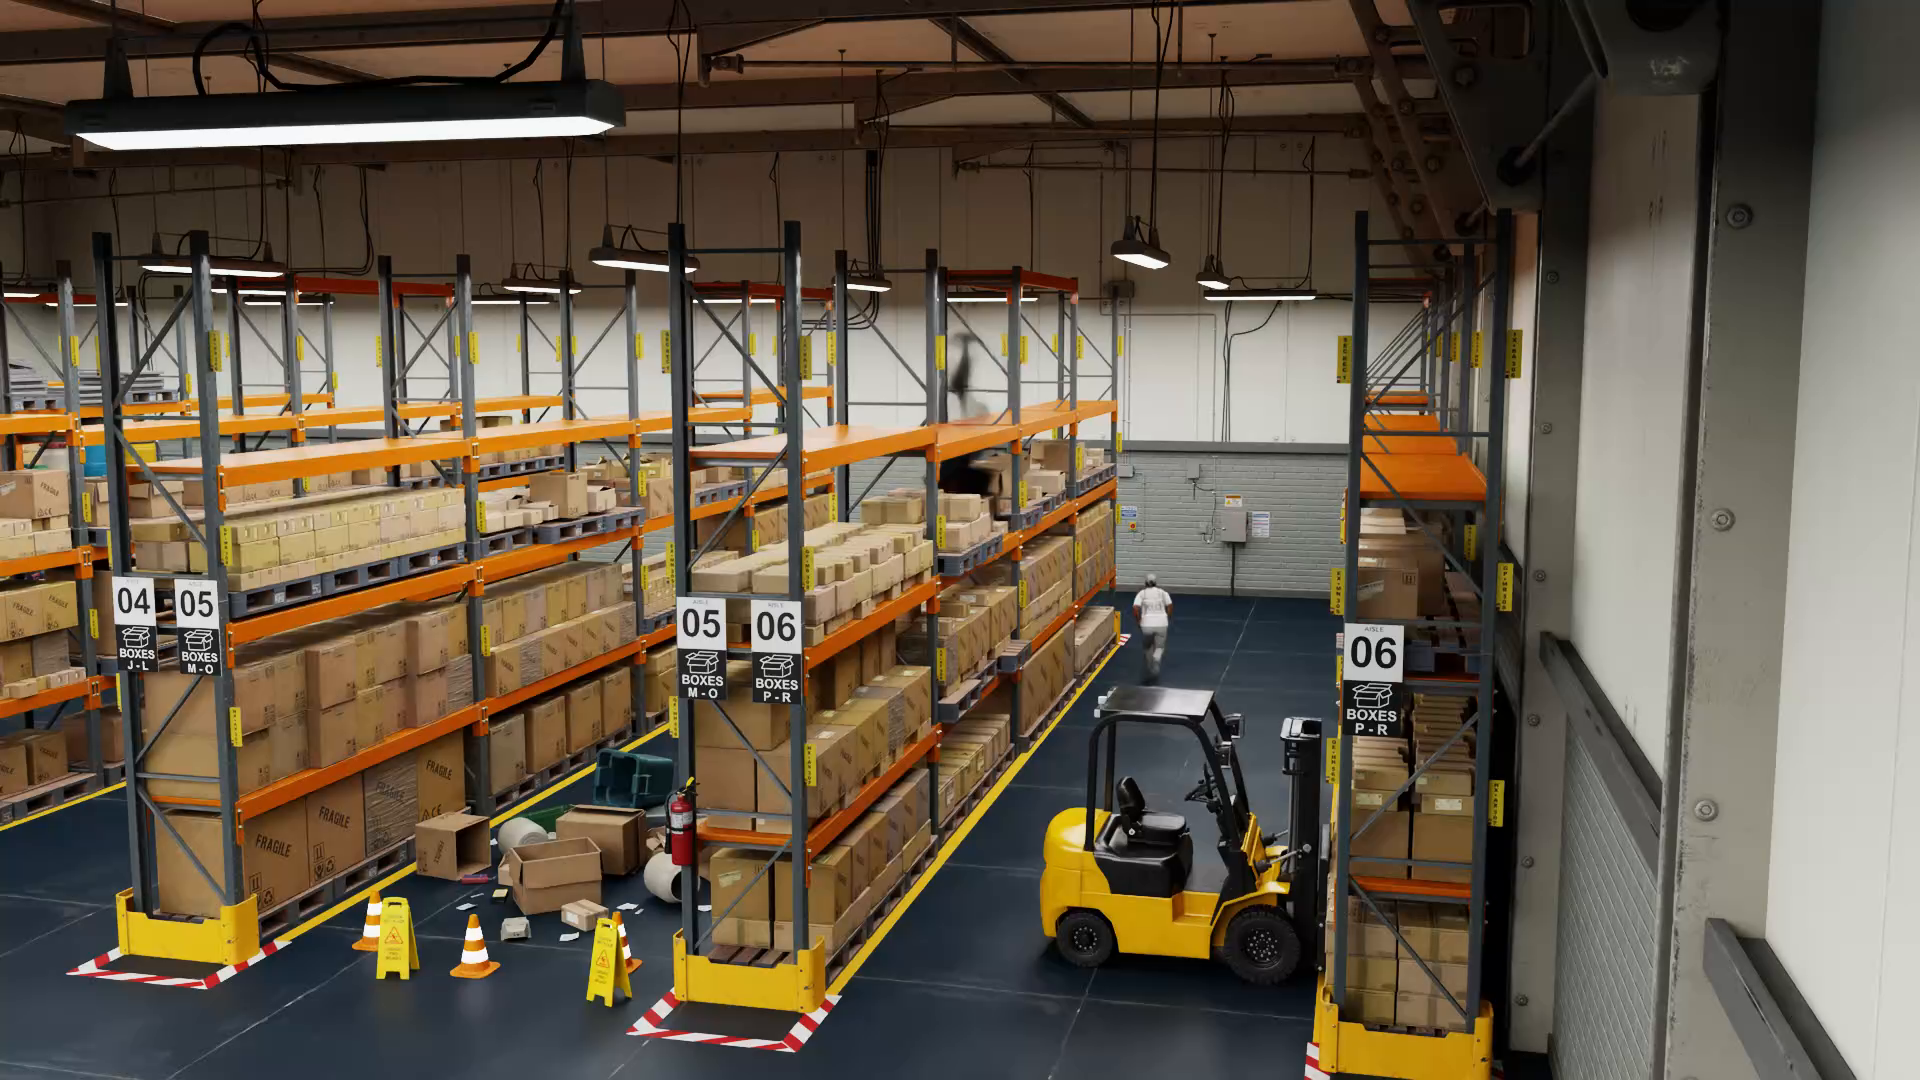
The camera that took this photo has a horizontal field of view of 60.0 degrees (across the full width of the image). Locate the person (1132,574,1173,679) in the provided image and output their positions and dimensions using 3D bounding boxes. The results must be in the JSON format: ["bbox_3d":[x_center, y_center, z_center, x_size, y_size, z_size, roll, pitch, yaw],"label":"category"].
[{"bbox_3d":[2.883,1.359,24.892,0.606,1.657,0.921,1,7,6],"label":"person"}]
